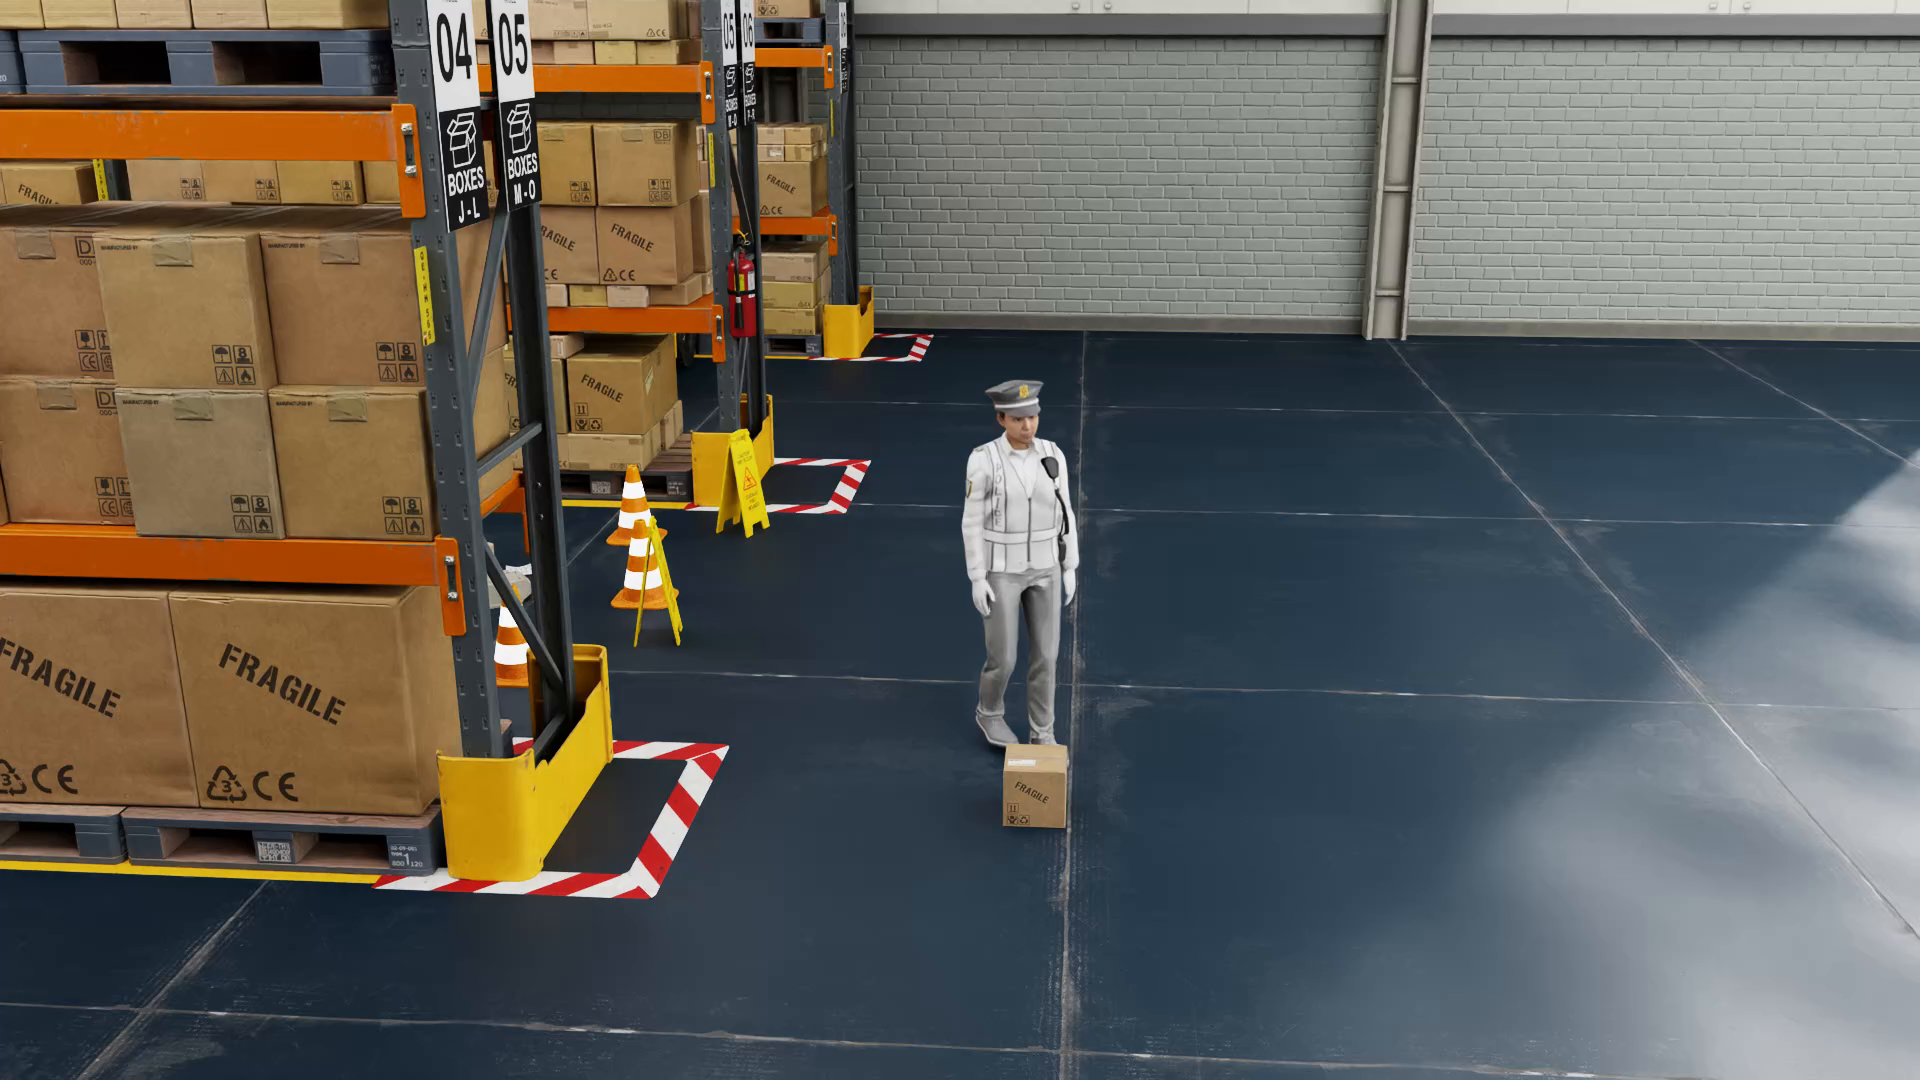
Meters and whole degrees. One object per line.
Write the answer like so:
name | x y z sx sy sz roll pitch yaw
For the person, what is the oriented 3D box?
person | 0.266 0.143 7.050 0.507 1.682 0.480 -6 18 -17
